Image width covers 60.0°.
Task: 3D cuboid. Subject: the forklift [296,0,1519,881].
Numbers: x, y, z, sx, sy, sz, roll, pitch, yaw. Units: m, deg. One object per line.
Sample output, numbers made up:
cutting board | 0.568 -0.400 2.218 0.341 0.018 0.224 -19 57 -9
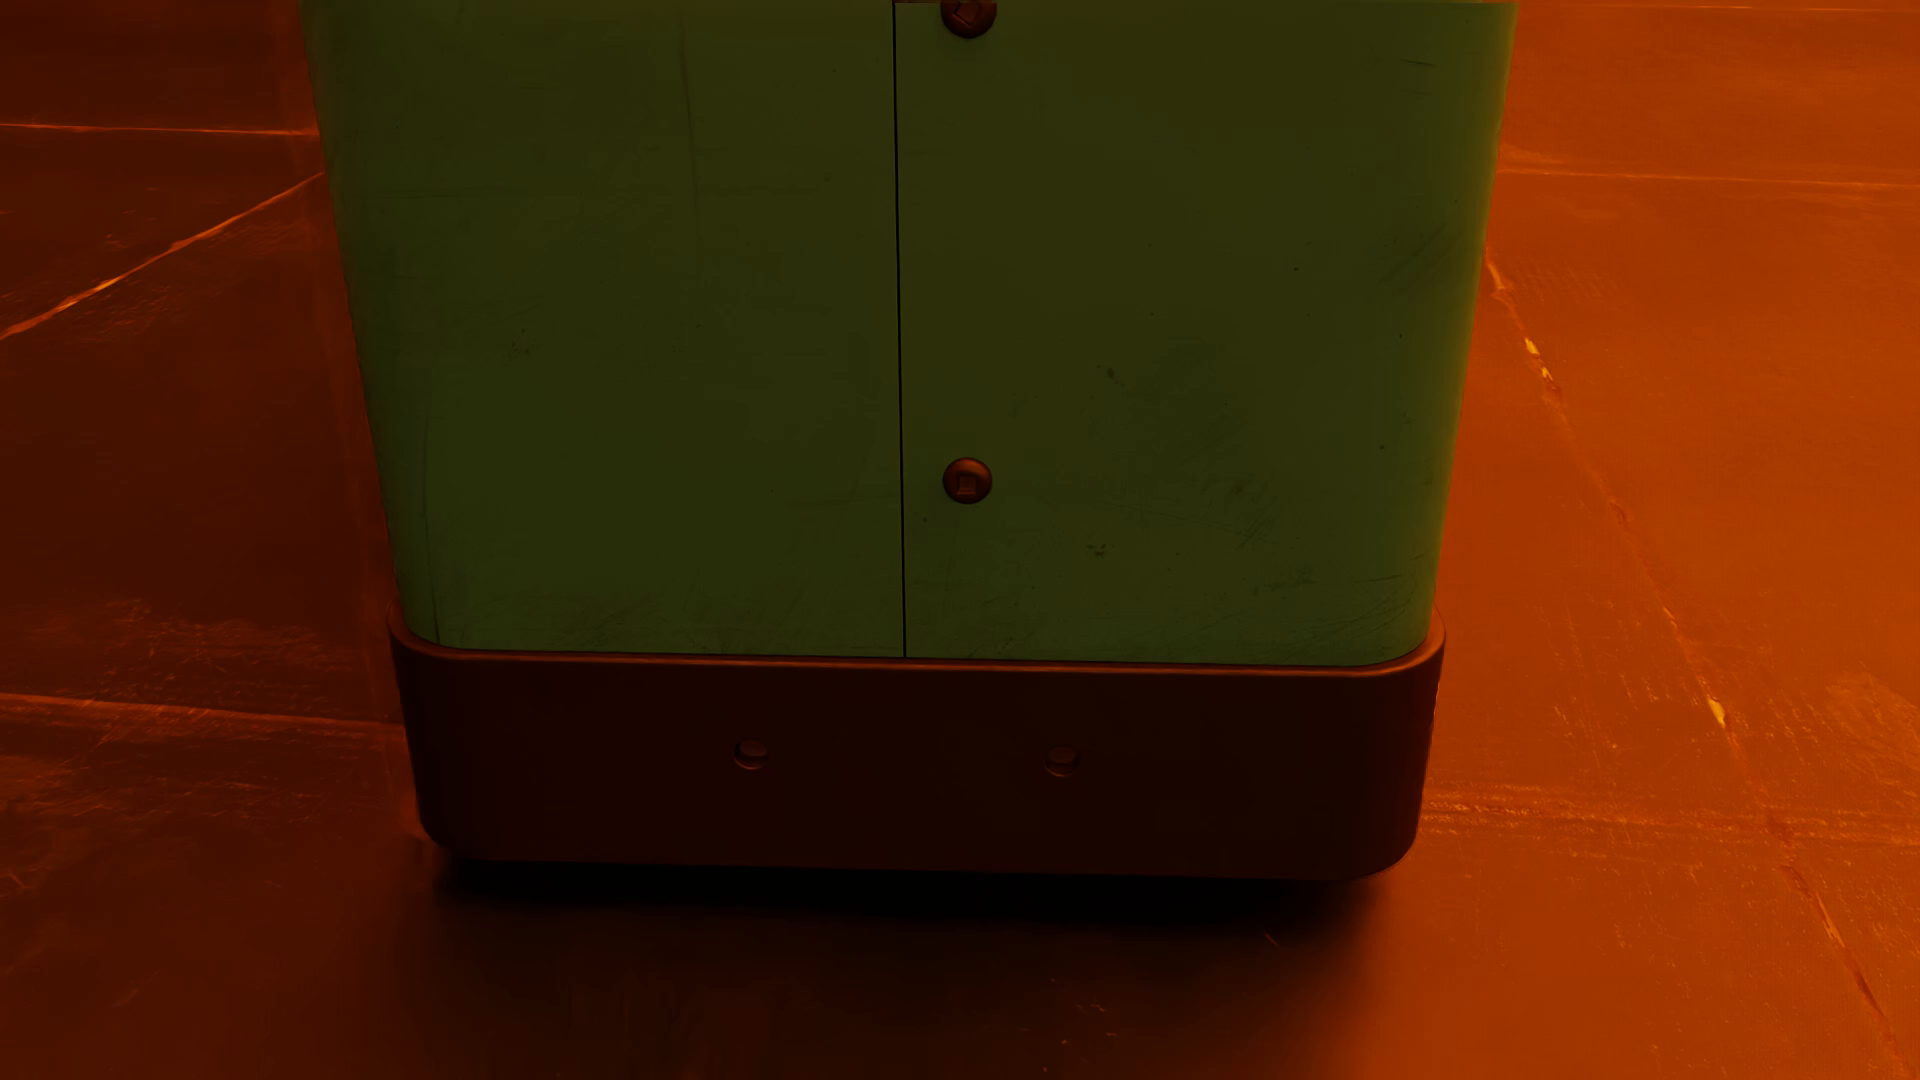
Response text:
forklift | 0.005 -1.590 2.403 1.130 2.935 3.031 1 27 2
